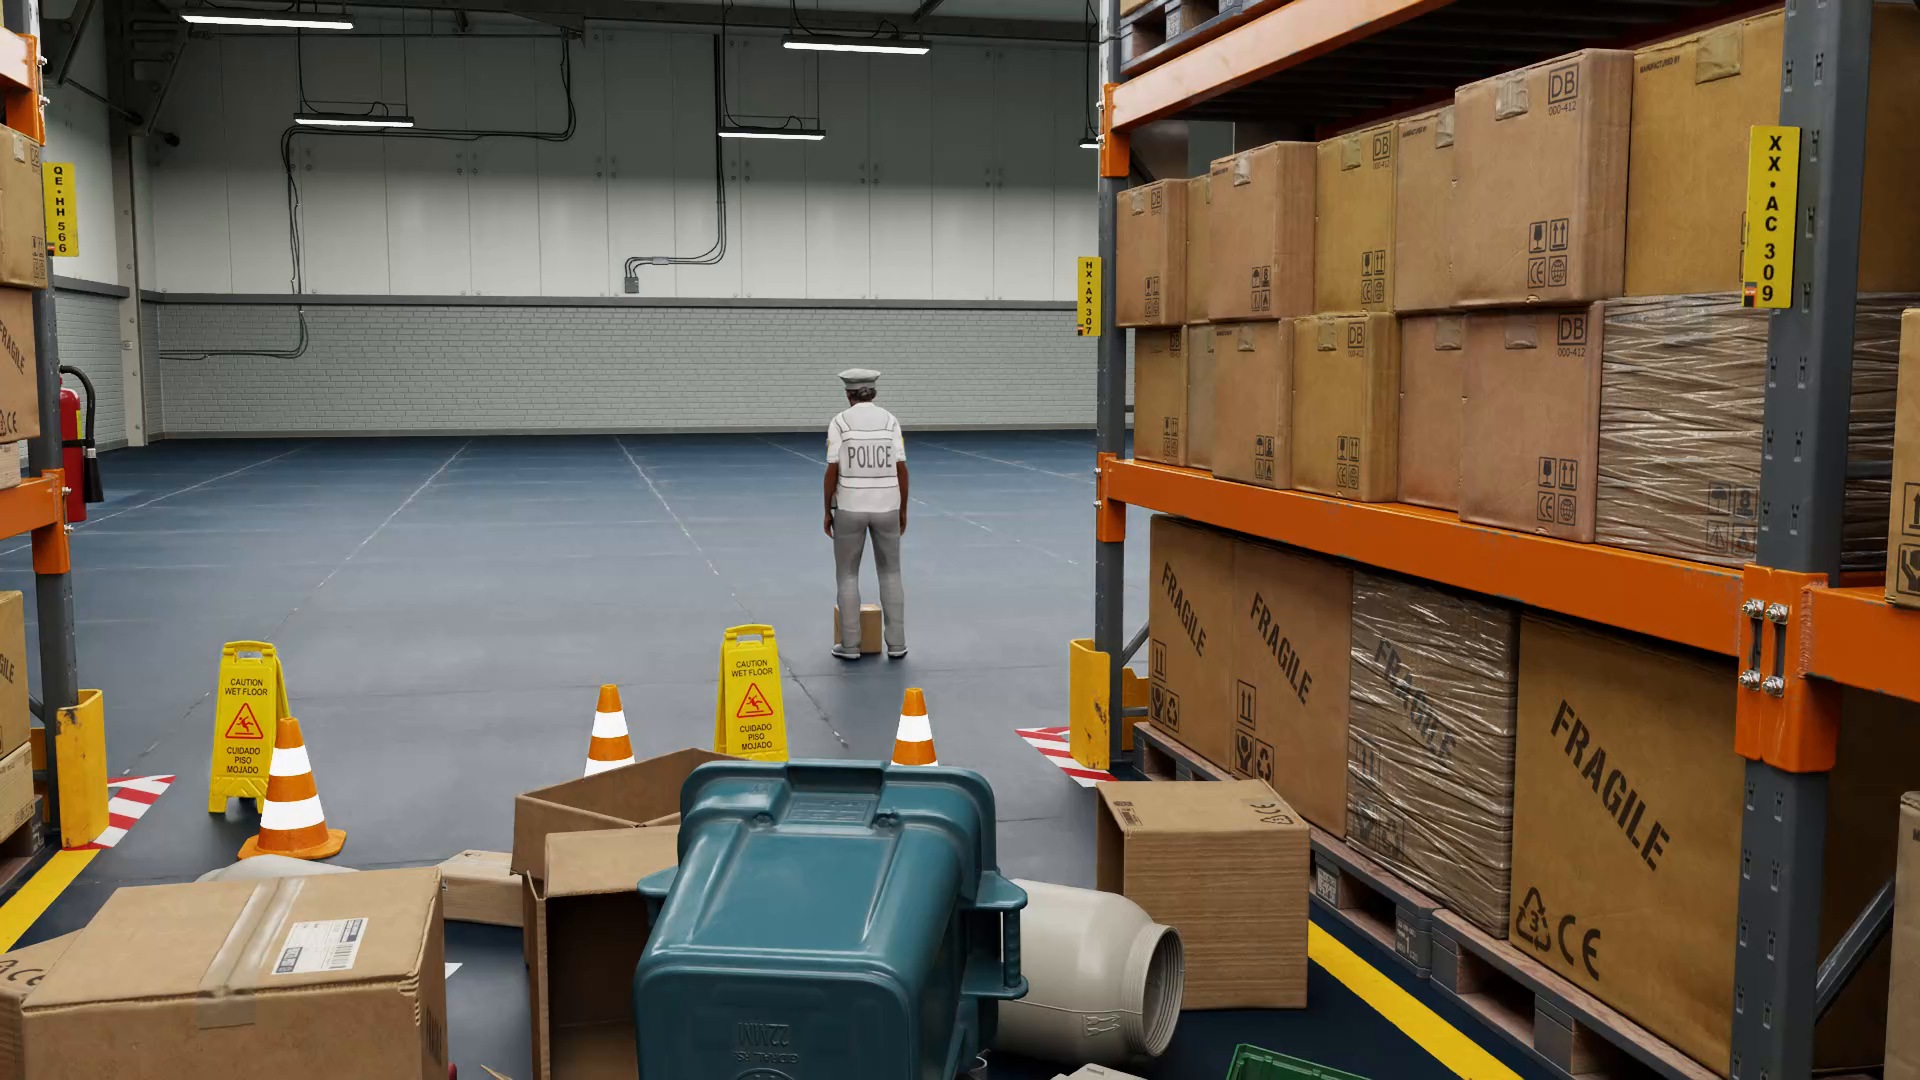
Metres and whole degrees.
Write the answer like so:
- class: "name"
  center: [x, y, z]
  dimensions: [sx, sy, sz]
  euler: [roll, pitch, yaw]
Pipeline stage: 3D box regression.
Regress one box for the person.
- class: "person"
  center: [-0.534, -0.150, 9.559]
  dimensions: [0.505, 1.659, 0.393]
  euler: [-1, 6, -13]
